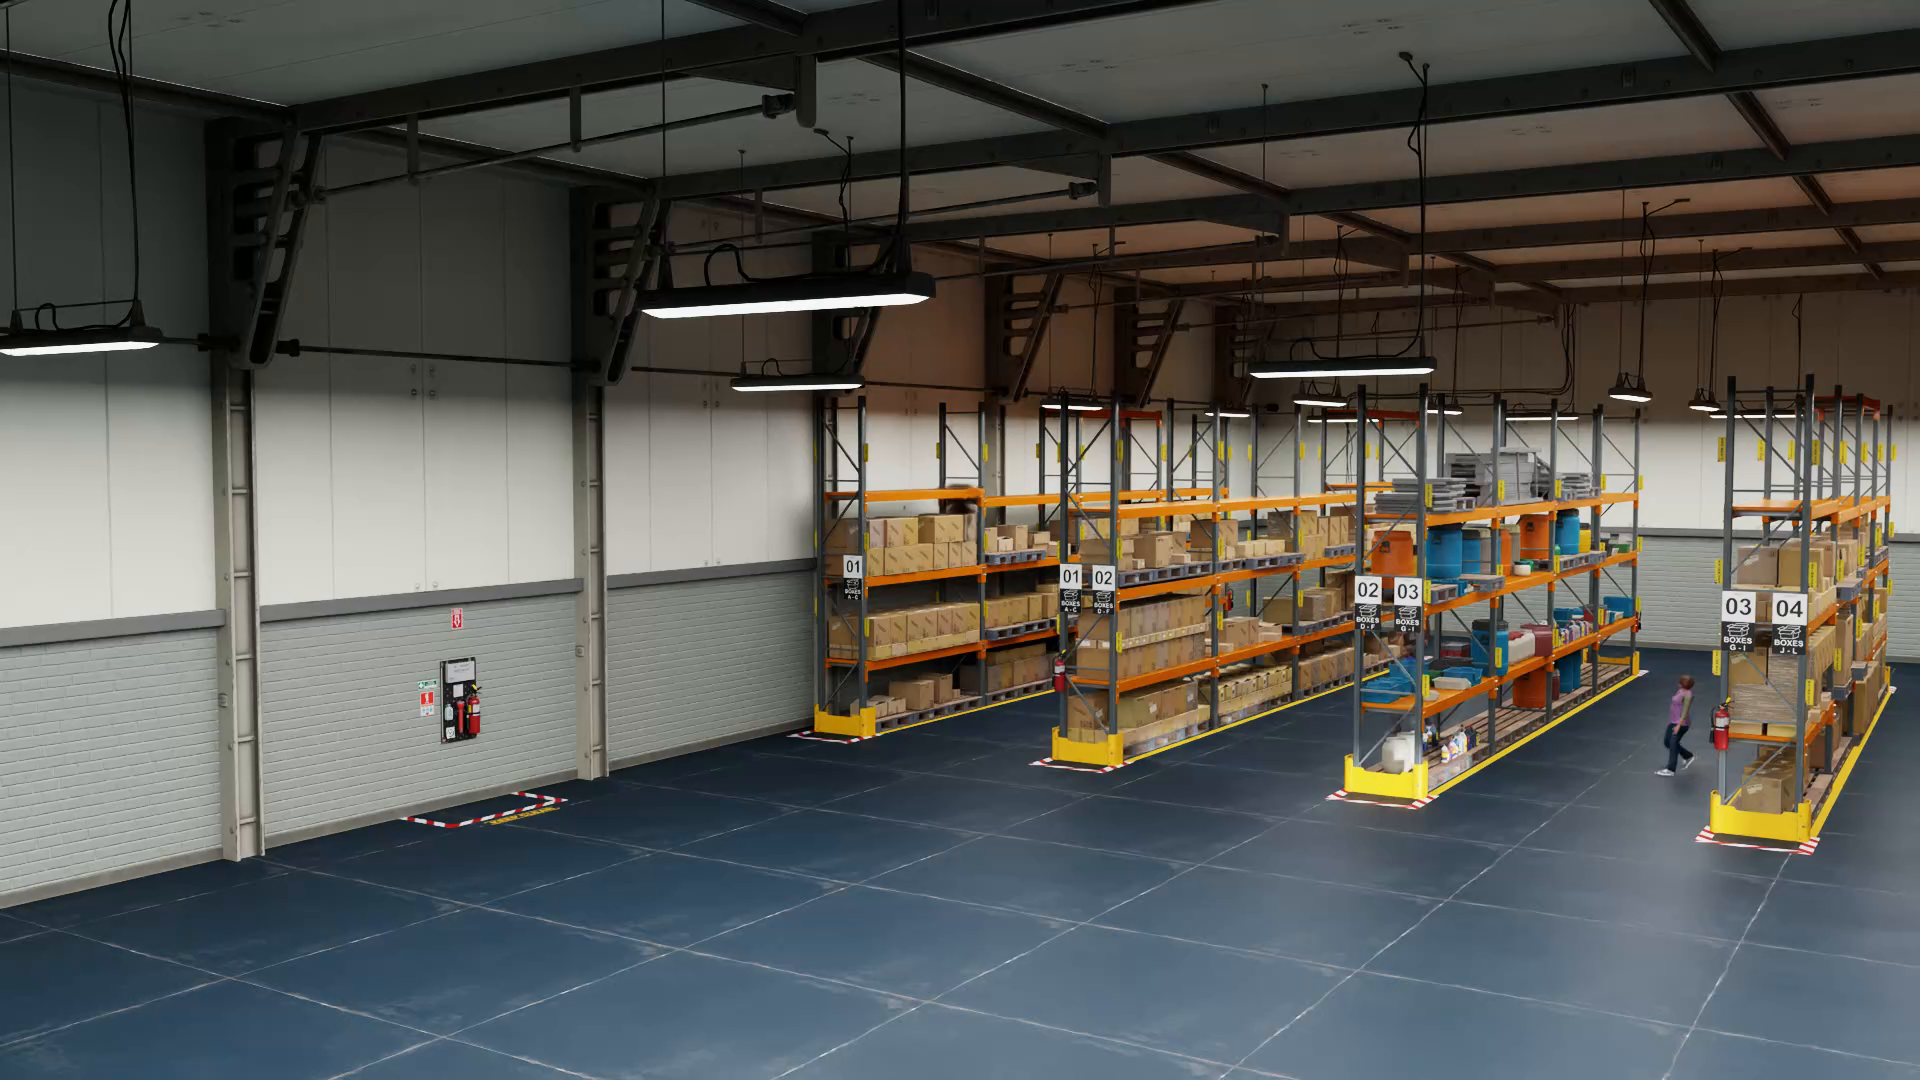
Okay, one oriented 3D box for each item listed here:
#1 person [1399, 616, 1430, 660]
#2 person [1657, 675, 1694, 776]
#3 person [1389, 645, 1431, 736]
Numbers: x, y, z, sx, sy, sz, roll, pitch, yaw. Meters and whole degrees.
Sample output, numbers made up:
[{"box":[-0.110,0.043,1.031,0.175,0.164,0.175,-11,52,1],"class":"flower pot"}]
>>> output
[{"box":[10.009,2.188,36.675,0.641,1.745,1.018,2,4,34],"class":"person"},{"box":[11.134,2.862,25.793,0.669,1.567,0.438,0,3,-3],"class":"person"},{"box":[7.912,2.644,29.346,0.845,1.612,0.457,-2,4,-34],"class":"person"}]
